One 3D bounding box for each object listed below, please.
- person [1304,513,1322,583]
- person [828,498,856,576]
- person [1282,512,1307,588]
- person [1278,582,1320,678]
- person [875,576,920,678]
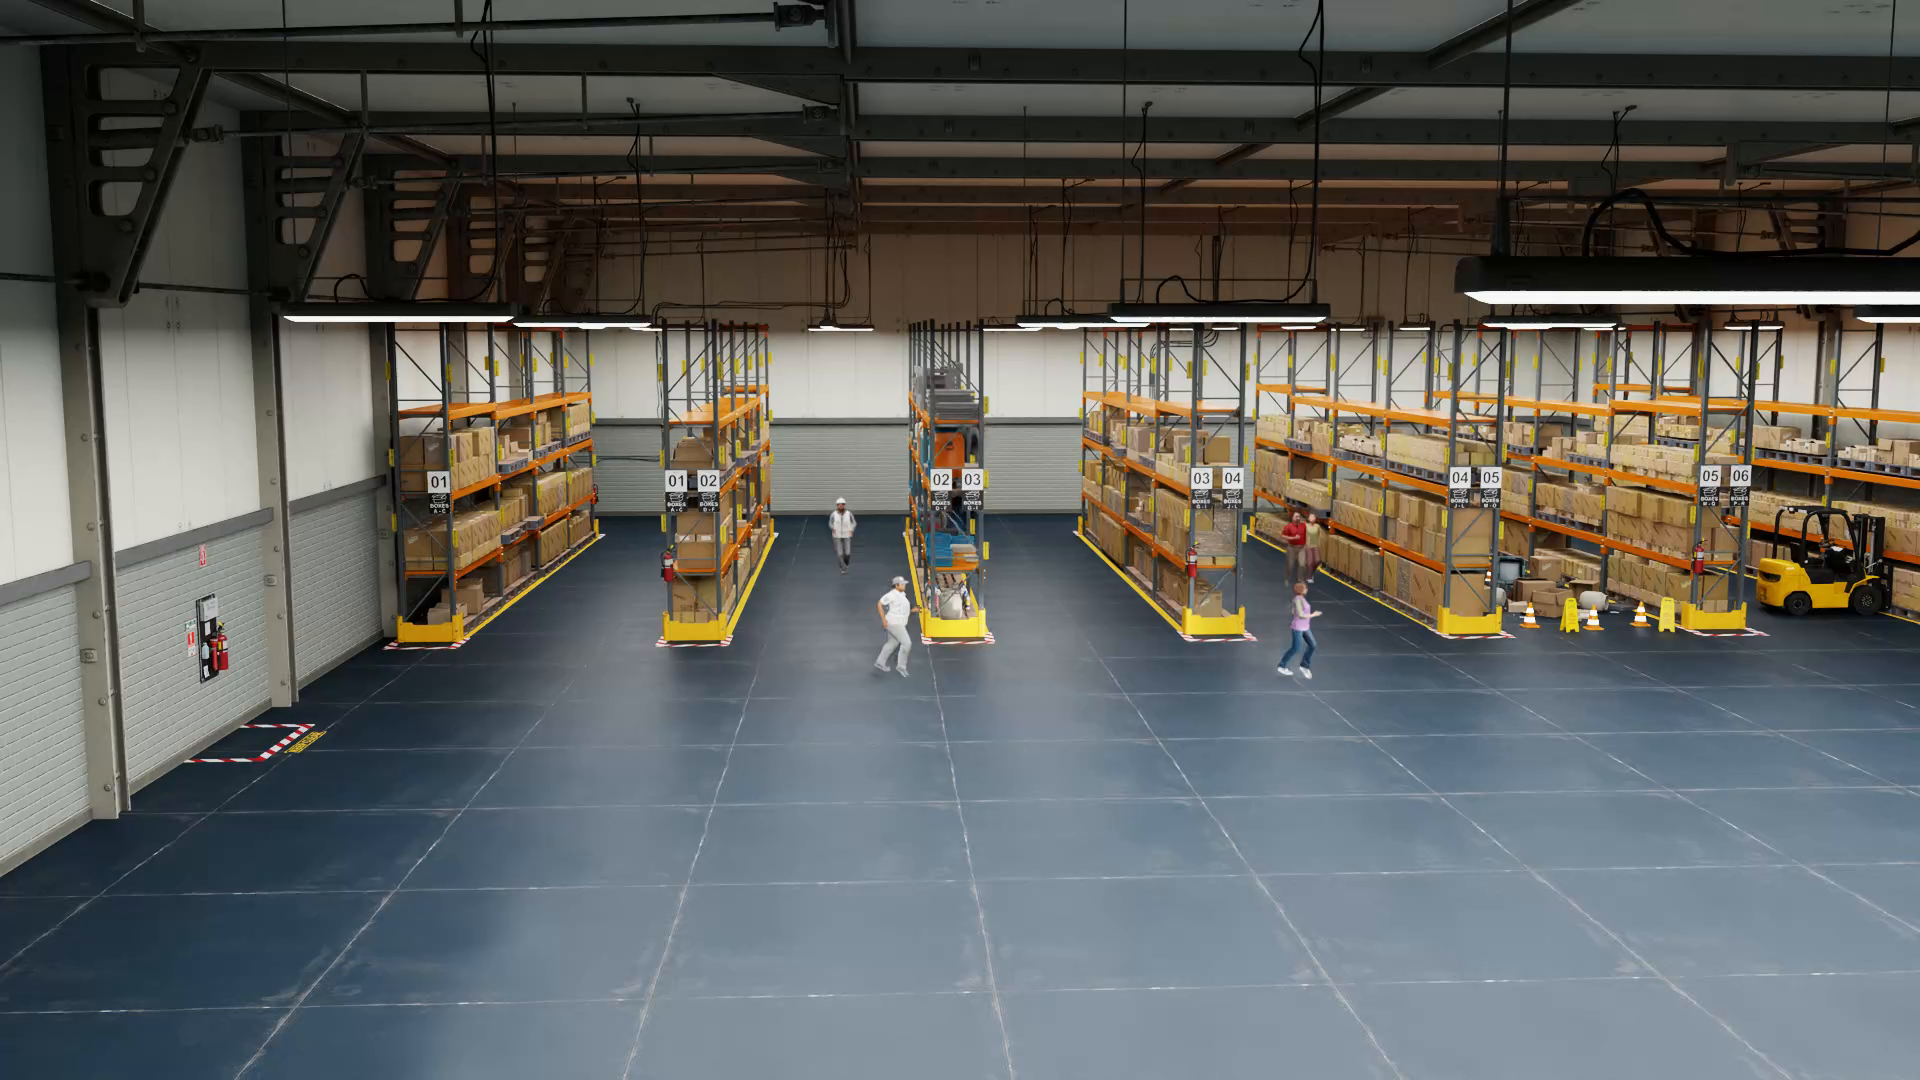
[{"bbox_3d":[8.119,0.180,38.343,0.589,1.630,0.516,-1,7,-6],"label":"person"},{"bbox_3d":[-2.653,-0.056,37.550,0.635,1.773,0.567,-1,7,-5],"label":"person"},{"bbox_3d":[7.498,0.266,37.253,0.664,1.792,0.847,-1,7,-7],"label":"person"},{"bbox_3d":[5.675,1.515,27.735,0.699,1.644,0.520,4,8,26],"label":"person"},{"bbox_3d":[-1.070,1.462,27.950,0.821,1.724,0.570,2,7,15],"label":"person"}]
